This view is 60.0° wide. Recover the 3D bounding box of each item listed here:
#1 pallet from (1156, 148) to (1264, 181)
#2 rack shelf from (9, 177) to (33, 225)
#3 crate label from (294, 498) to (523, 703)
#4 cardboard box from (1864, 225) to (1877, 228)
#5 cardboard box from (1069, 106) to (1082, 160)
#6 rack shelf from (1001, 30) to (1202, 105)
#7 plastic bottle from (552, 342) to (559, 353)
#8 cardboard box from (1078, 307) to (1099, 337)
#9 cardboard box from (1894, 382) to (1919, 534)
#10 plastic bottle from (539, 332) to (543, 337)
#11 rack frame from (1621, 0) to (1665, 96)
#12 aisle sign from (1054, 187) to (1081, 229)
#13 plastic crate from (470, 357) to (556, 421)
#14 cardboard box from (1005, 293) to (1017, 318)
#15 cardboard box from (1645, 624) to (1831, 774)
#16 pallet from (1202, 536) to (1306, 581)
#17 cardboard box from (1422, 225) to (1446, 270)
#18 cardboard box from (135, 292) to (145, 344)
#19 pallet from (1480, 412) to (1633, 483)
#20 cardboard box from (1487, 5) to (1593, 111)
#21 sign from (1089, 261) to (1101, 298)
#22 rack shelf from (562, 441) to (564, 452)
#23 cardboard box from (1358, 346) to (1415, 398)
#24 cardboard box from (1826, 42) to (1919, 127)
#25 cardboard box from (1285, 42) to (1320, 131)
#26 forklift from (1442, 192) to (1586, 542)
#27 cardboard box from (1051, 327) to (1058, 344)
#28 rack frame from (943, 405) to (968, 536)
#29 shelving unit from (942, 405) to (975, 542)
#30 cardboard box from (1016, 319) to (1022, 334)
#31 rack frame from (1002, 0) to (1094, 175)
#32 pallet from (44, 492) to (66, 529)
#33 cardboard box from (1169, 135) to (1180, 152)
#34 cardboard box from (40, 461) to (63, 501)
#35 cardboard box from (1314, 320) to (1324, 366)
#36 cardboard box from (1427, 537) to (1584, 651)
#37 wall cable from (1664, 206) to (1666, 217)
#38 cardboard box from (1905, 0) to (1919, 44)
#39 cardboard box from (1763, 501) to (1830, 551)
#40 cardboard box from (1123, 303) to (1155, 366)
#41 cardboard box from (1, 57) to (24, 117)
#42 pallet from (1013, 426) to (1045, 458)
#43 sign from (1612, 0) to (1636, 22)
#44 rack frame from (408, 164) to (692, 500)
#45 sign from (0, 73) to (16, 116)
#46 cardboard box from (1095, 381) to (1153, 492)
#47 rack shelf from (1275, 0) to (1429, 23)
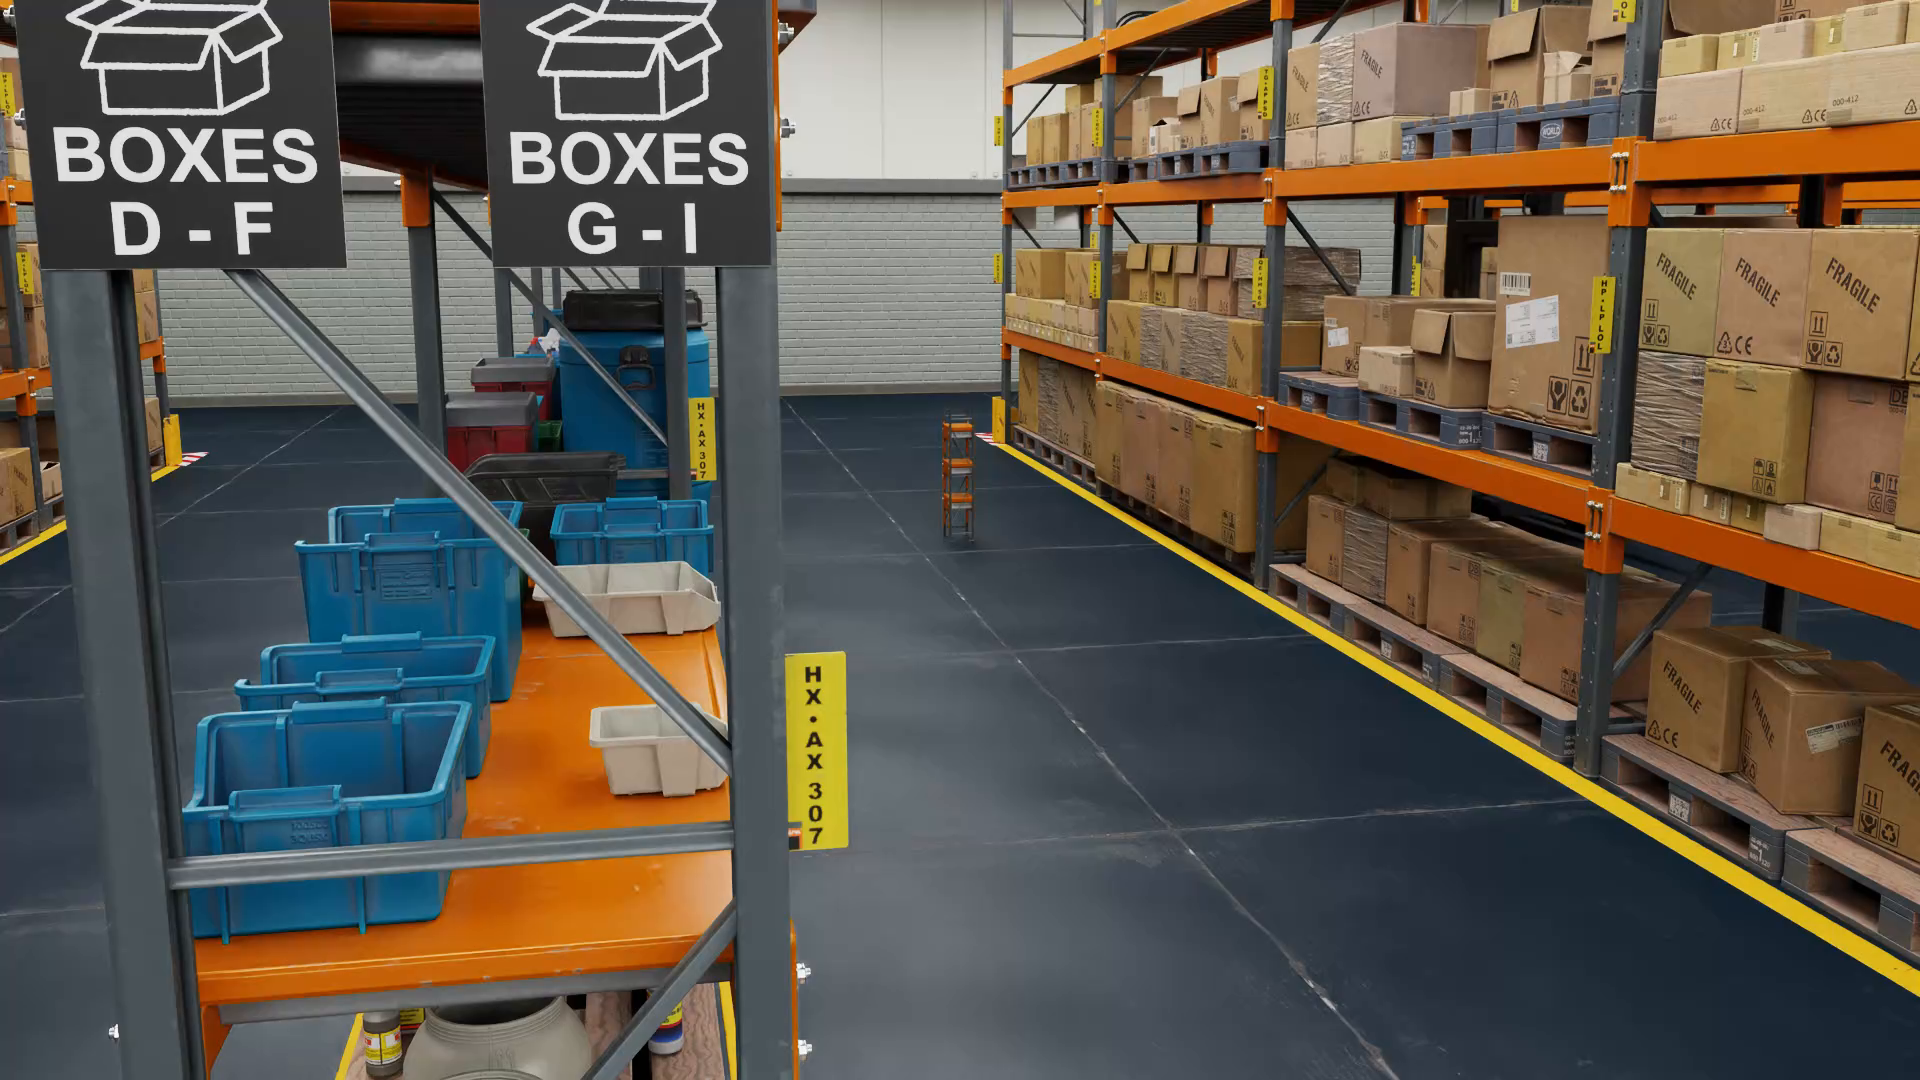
[{"bbox_3d":[2.134,-2.855,12.659,1.003,0.211,1.213,-2,11,-8],"label":"pallet"},{"bbox_3d":[-8.353,-3.015,14.914,1.077,0.370,4.000,-2,11,-11],"label":"rack shelf"},{"bbox_3d":[-1.394,0.149,4.298,0.502,0.435,0.616,-2,11,-11],"label":"crate label"},{"bbox_3d":[10.724,-3.574,19.274,0.380,0.149,0.250,-2,11,-10],"label":"cardboard box"},{"bbox_3d":[1.442,-3.905,16.012,0.700,0.500,0.500,-2,11,-8],"label":"cardboard box"},{"bbox_3d":[1.365,-4.651,16.560,1.077,0.370,4.000,-2,11,-11],"label":"rack shelf"},{"bbox_3d":[-3.059,-1.383,12.772,0.152,0.276,0.135,-2,11,-11],"label":"plastic bottle"},{"bbox_3d":[1.410,-2.031,15.451,0.500,0.250,0.500,-2,11,-12],"label":"cardboard box"},{"bbox_3d":[3.652,-0.256,5.457,0.875,0.500,0.500,-2,11,-11],"label":"cardboard box"},{"bbox_3d":[-3.452,-1.567,13.719,0.061,0.283,0.133,-2,11,-11],"label":"plastic bottle"},{"bbox_3d":[3.309,-3.367,6.819,1.000,3.000,0.127,-2,11,-11],"label":"rack frame"},{"bbox_3d":[1.256,-3.922,18.827,0.394,0.787,0.004,-2,11,-11],"label":"aisle sign"},{"bbox_3d":[-2.313,-0.697,8.667,0.402,0.464,0.583,-2,11,-11],"label":"plastic crate"},{"bbox_3d":[0.804,-2.595,18.416,0.500,0.250,0.500,-2,11,-13],"label":"cardboard box"},{"bbox_3d":[3.348,0.677,7.182,0.500,0.500,0.500,-2,11,-13],"label":"cardboard box"},{"bbox_3d":[2.452,0.069,12.269,1.003,0.211,1.213,-2,11,-11],"label":"pallet"},{"bbox_3d":[5.687,-3.377,19.180,0.500,0.500,0.500,-2,11,-11],"label":"cardboard box"},{"bbox_3d":[-8.284,-2.143,16.166,0.500,0.500,0.500,-2,11,-11],"label":"cardboard box"},{"bbox_3d":[3.304,-0.471,8.162,1.003,0.211,1.213,-2,11,-11],"label":"pallet"},{"bbox_3d":[3.131,-2.413,8.430,0.797,0.503,0.637,-2,11,-9],"label":"cardboard box"},{"bbox_3d":[1.209,-2.331,14.893,0.100,0.325,0.005,-2,11,-11],"label":"sign"},{"bbox_3d":[-1.938,-0.253,8.428,1.077,0.370,4.000,-2,11,-11],"label":"rack shelf"},{"bbox_3d":[2.632,-0.970,9.550,0.500,0.250,0.500,-2,11,-13],"label":"cardboard box"},{"bbox_3d":[3.340,-1.540,5.642,0.500,0.250,0.500,-3,11,-13],"label":"cardboard box"},{"bbox_3d":[2.371,-2.826,10.396,0.500,0.500,0.500,-2,11,-10],"label":"cardboard box"},{"bbox_3d":[4.545,-1.499,13.233,1.130,2.935,3.031,-2,11,-12],"label":"forklift"},{"bbox_3d":[1.123,-2.043,16.582,0.380,0.149,0.250,-2,11,-12],"label":"cardboard box"},{"bbox_3d":[-0.034,-0.548,13.267,0.200,1.050,0.008,-2,11,-11],"label":"rack frame"},{"bbox_3d":[-0.010,-0.526,13.150,0.215,1.050,0.252,-2,11,-11],"label":"shelving unit"},{"bbox_3d":[0.822,-2.326,18.068,0.380,0.149,0.250,-2,11,-12],"label":"cardboard box"},{"bbox_3d":[0.976,-5.568,18.383,1.000,3.000,0.127,-2,11,-11],"label":"rack frame"},{"bbox_3d":[-8.097,-0.284,14.123,1.003,0.211,1.213,-2,11,-11],"label":"pallet"},{"bbox_3d":[1.896,-3.165,13.329,0.380,0.149,0.250,-3,11,-13],"label":"cardboard box"},{"bbox_3d":[-7.834,-0.508,13.856,0.500,0.311,0.500,-2,11,-11],"label":"cardboard box"},{"bbox_3d":[2.704,-1.302,11.746,0.500,0.500,0.500,-2,11,-9],"label":"cardboard box"},{"bbox_3d":[3.028,0.288,9.171,0.700,0.500,0.500,-3,11,-16],"label":"cardboard box"},{"bbox_3d":[10.966,-4.567,26.453,0.588,1.984,0.122,-2,11,-11],"label":"wall cable"},{"bbox_3d":[3.361,-1.707,5.455,0.380,0.149,0.250,-2,11,-12],"label":"cardboard box"},{"bbox_3d":[3.234,-0.062,6.172,0.380,0.149,0.250,-2,11,-11],"label":"cardboard box"},{"bbox_3d":[1.696,-1.751,14.104,0.500,0.500,0.500,-2,11,-11],"label":"cardboard box"},{"bbox_3d":[-8.055,-3.726,13.787,0.700,0.500,0.500,-2,11,-11],"label":"cardboard box"},{"bbox_3d":[1.208,-1.107,18.449,1.003,0.211,1.213,-2,11,-11],"label":"pallet"},{"bbox_3d":[2.766,-2.320,6.905,0.100,0.325,0.005,-2,11,-11],"label":"sign"},{"bbox_3d":[-1.549,-0.240,6.434,1.000,3.000,0.127,-2,11,-11],"label":"rack frame"},{"bbox_3d":[-7.421,-3.469,12.944,0.100,0.325,0.005,-2,11,-11],"label":"sign"},{"bbox_3d":[1.898,-0.933,14.636,1.225,0.875,0.875,-2,11,-11],"label":"cardboard box"},{"bbox_3d":[2.920,-3.184,8.851,1.077,0.370,4.000,-2,11,-11],"label":"rack shelf"}]
